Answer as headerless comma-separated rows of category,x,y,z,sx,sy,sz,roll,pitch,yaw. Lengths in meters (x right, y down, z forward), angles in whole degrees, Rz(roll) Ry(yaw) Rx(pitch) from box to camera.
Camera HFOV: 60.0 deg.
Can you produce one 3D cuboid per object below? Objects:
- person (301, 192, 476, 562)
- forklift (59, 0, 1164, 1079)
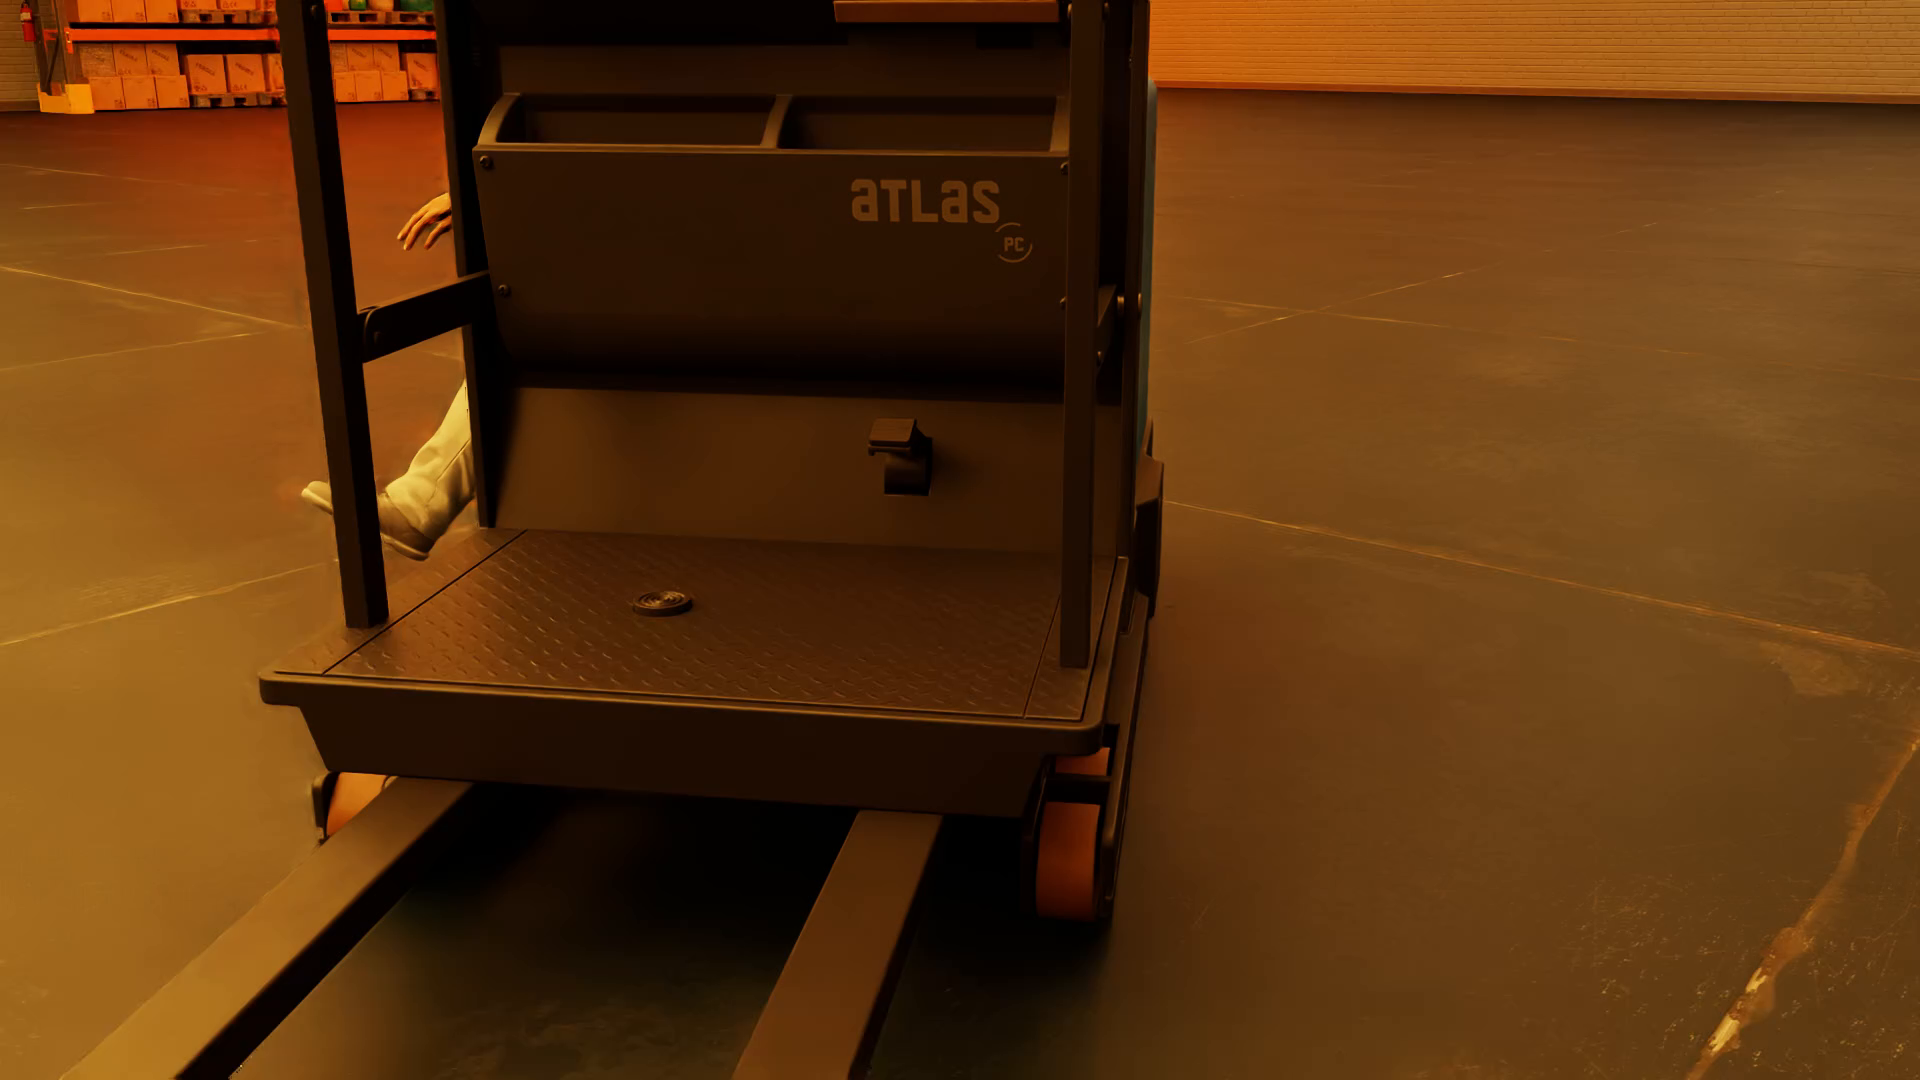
person,-0.845,-0.588,3.322,0.957,1.491,0.909,-8,18,-24
forklift,-0.299,-0.996,2.178,1.130,2.935,3.031,3,17,8
